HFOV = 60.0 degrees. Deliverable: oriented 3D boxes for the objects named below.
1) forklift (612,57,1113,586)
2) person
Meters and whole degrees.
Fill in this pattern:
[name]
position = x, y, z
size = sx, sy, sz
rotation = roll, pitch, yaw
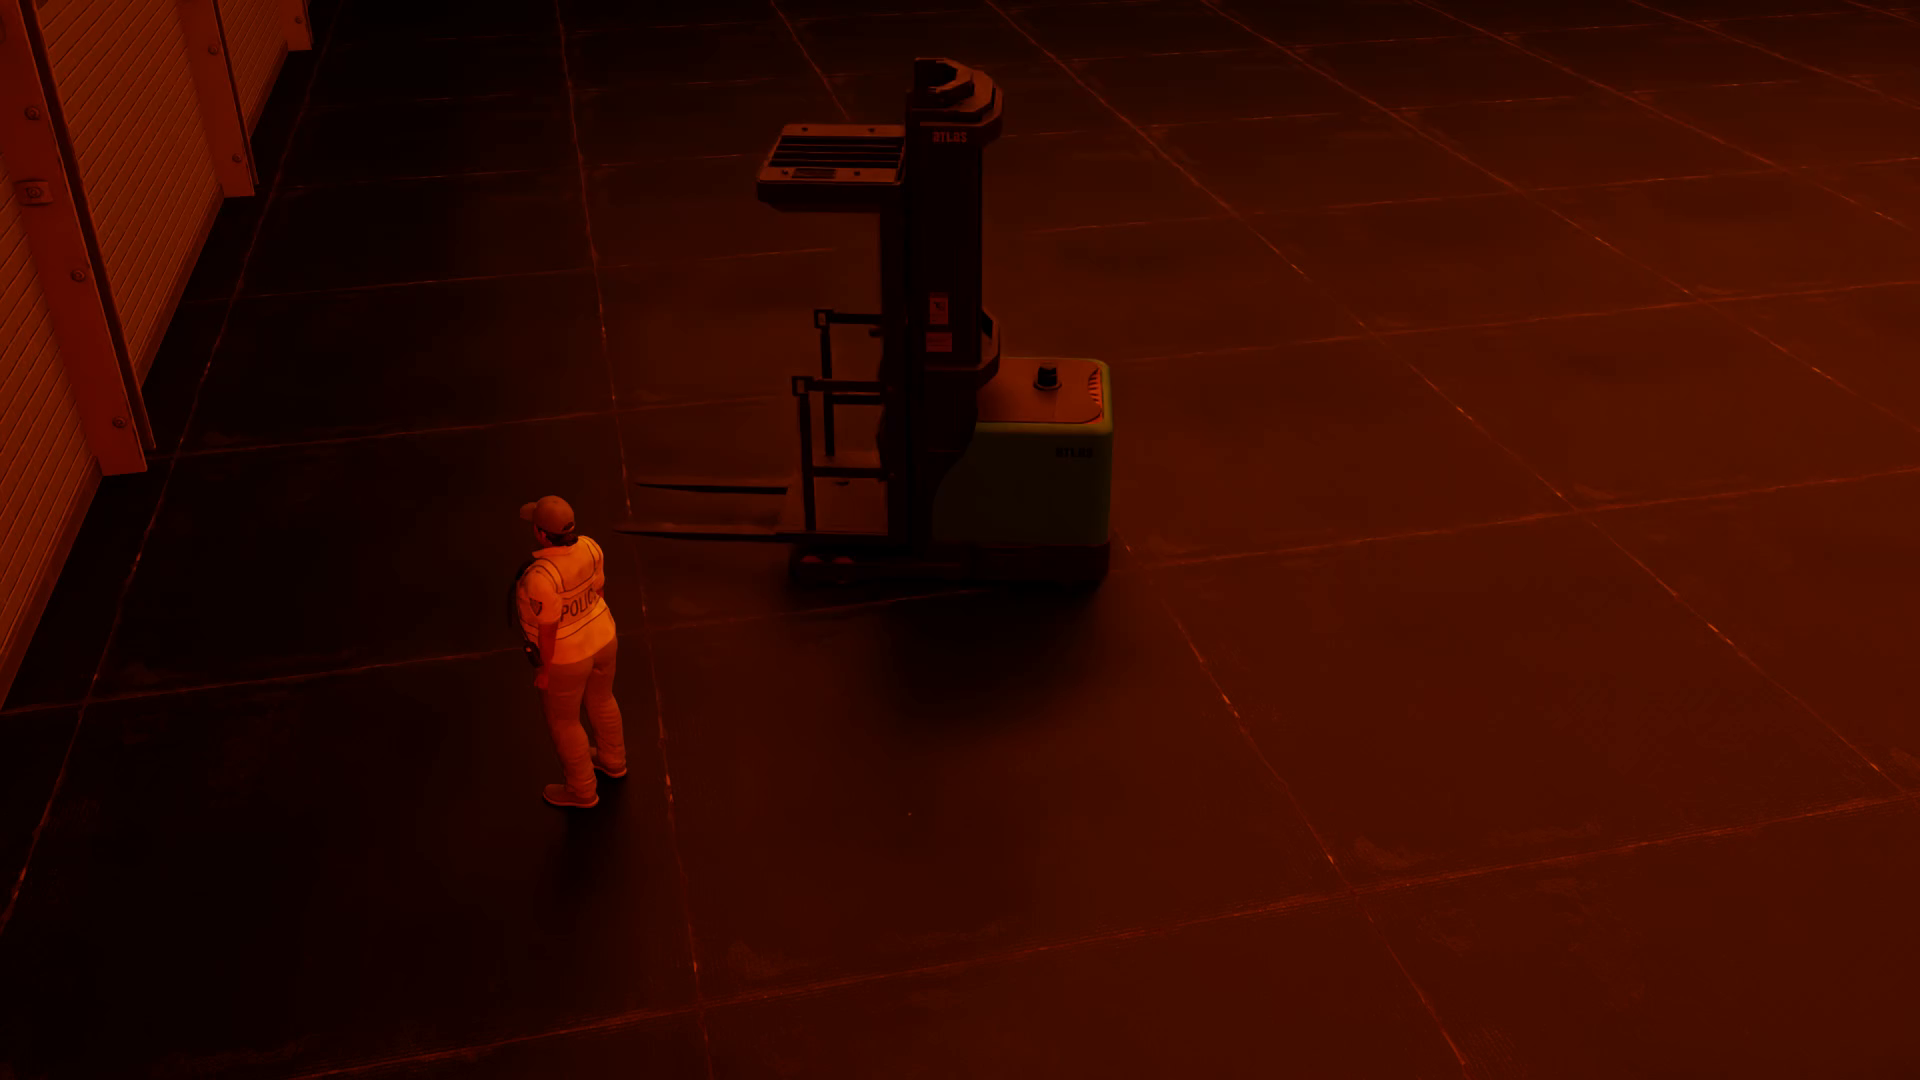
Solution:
[forklift]
position = -0.599, -1.263, 9.756
size = 3.031, 2.935, 1.130
rotation = 1, 30, 3
[person]
position = -1.859, 0.521, 7.945
size = 0.394, 1.668, 0.484
rotation = 14, 33, 23
